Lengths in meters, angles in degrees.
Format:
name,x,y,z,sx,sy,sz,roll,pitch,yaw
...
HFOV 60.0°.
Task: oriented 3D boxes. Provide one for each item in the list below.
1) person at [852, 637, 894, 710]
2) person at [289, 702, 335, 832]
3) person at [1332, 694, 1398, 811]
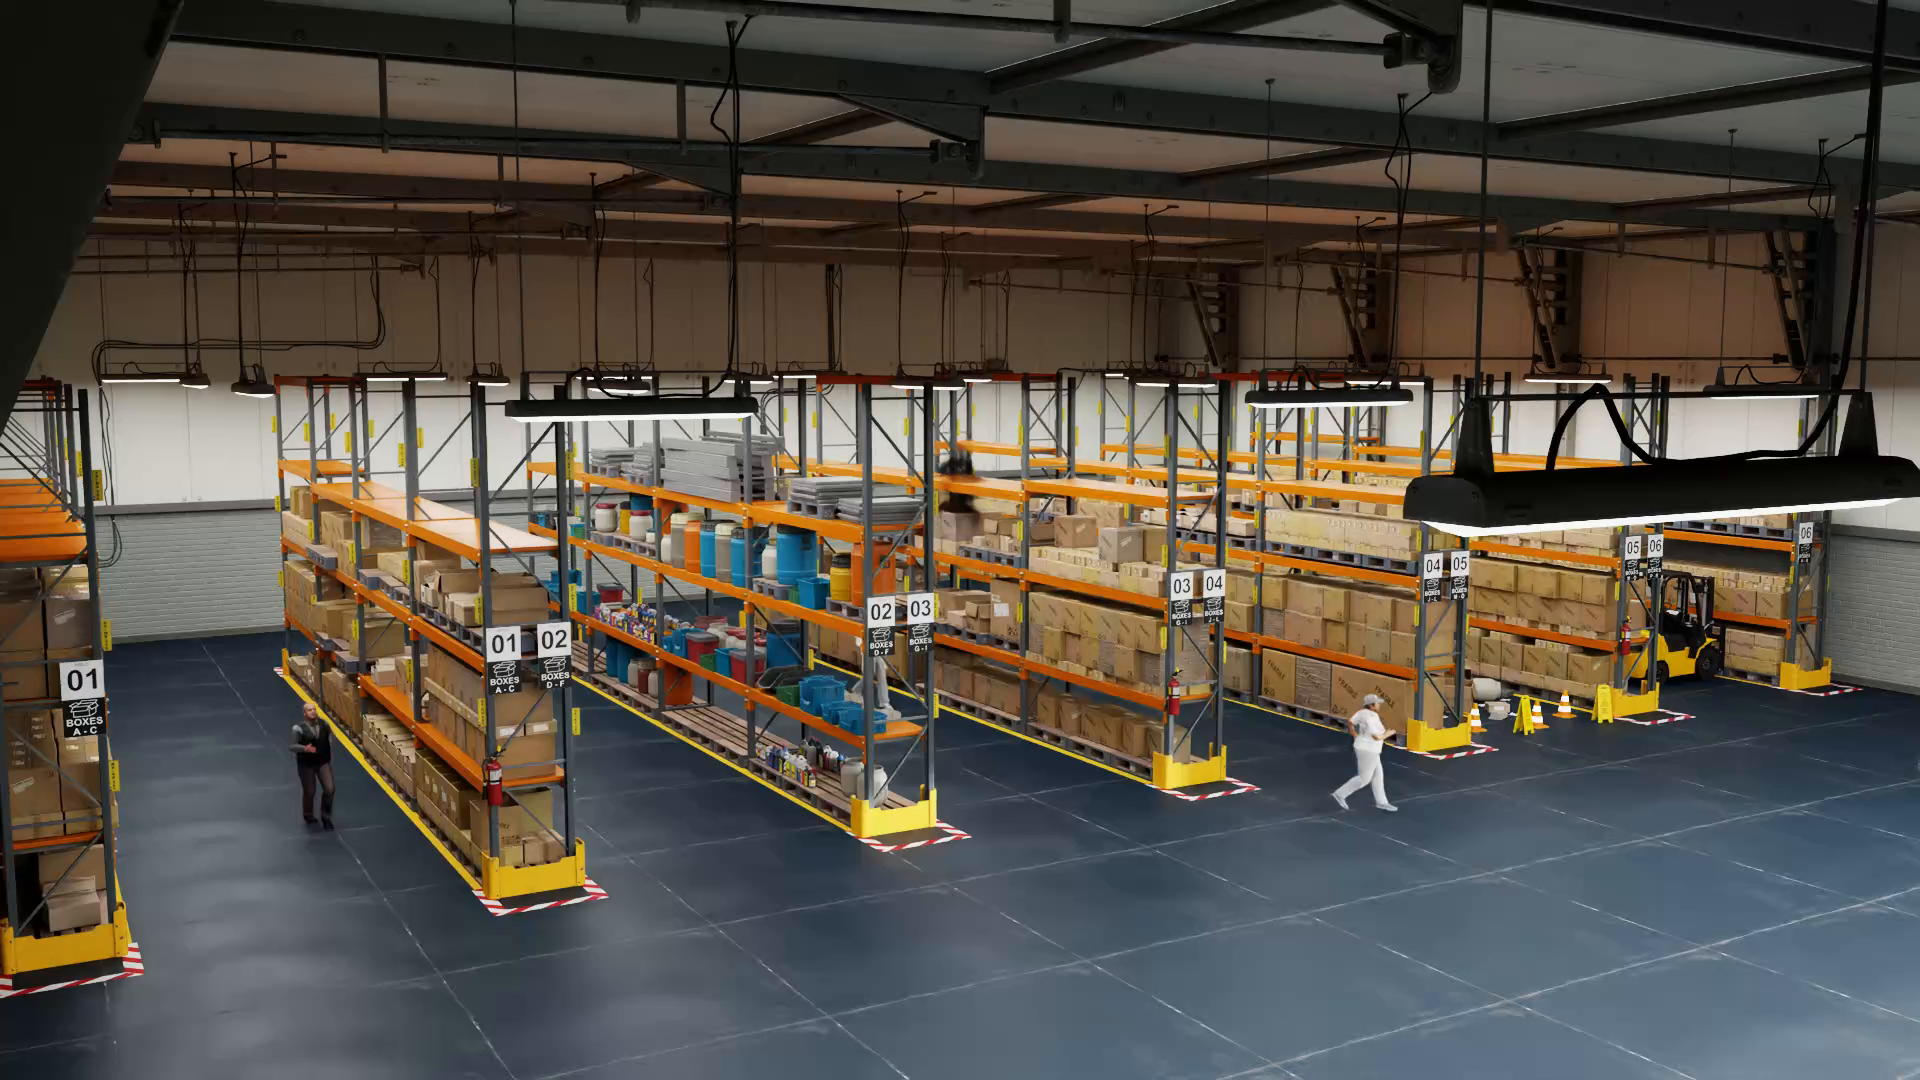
name,x,y,z,sx,sy,sz,roll,pitch,yaw
person,-1.558,2.149,29.927,0.705,1.777,0.995,-5,8,-41
person,-8.661,3.051,22.310,0.635,1.770,0.756,-5,8,-37
person,5.643,2.957,23.121,0.934,1.656,0.604,0,6,1
